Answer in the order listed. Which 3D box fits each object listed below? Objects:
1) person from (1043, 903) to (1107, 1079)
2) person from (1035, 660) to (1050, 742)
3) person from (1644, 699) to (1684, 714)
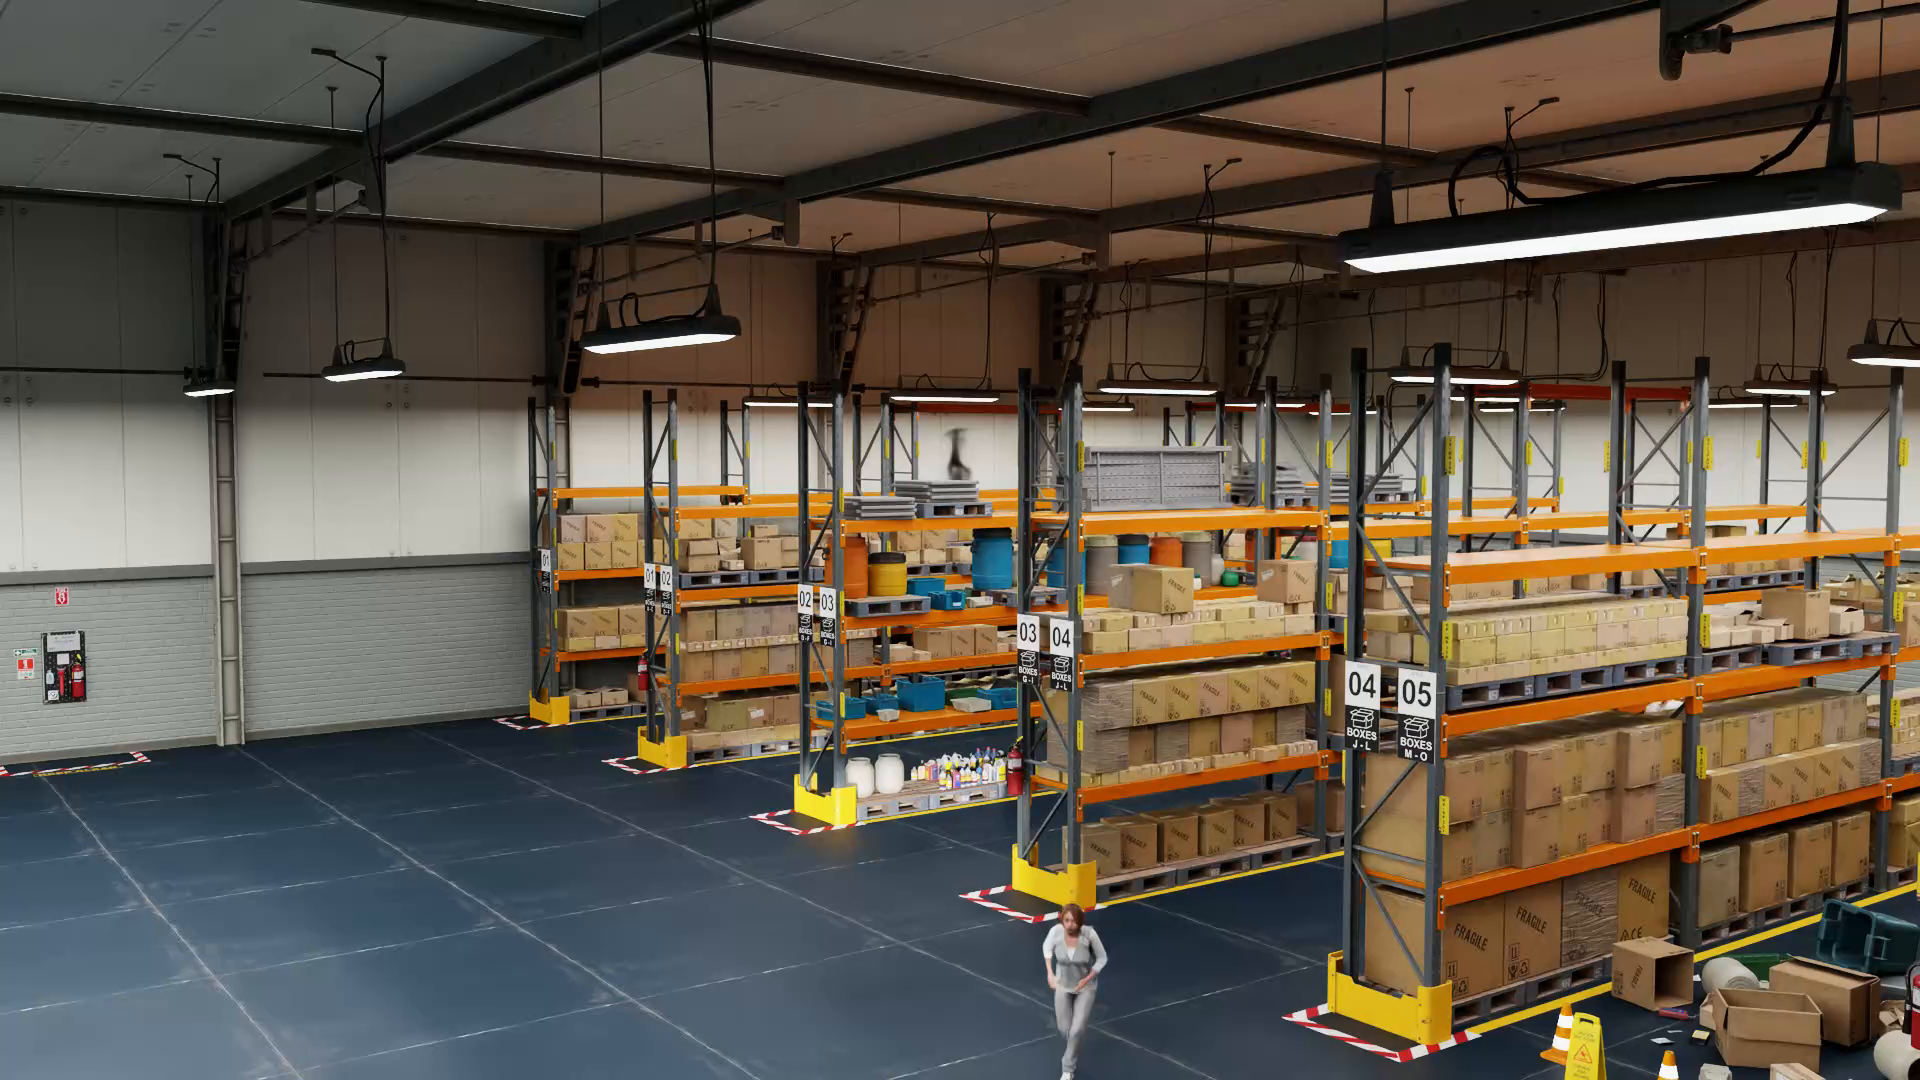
[{"bbox_3d":[0.929,3.627,13.435,0.532,1.537,0.718,1,3,9],"label":"person"},{"bbox_3d":[1.677,2.600,28.845,0.699,1.770,1.077,3,4,40],"label":"person"},{"bbox_3d":[9.876,2.914,23.300,0.833,1.836,0.684,-2,4,-31],"label":"person"}]
